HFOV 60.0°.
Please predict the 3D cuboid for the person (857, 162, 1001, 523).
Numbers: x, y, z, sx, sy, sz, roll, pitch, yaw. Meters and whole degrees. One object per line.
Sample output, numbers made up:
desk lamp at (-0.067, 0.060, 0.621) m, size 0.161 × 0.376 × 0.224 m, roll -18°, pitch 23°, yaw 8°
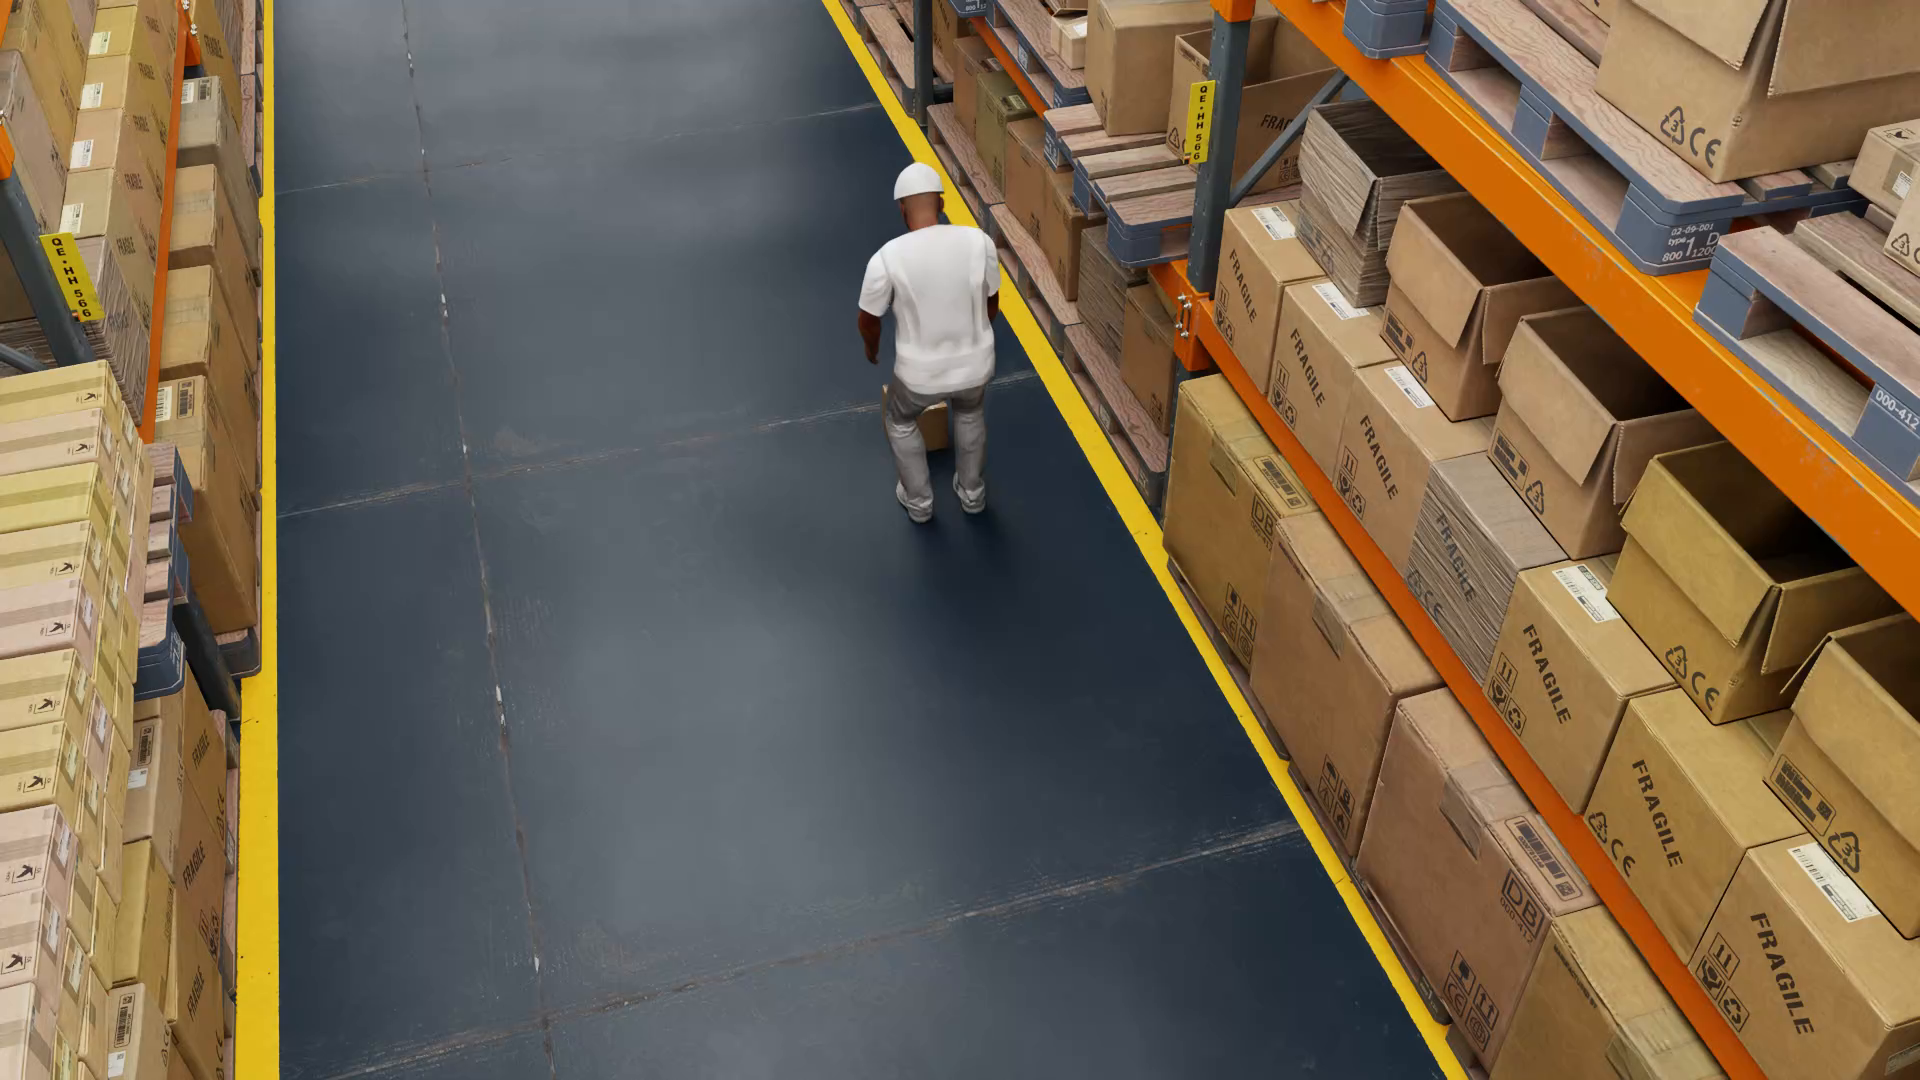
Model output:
person at (-0.126, -0.803, 7.136) m, size 0.611 × 1.633 × 0.576 m, roll -9°, pitch 43°, yaw -10°
